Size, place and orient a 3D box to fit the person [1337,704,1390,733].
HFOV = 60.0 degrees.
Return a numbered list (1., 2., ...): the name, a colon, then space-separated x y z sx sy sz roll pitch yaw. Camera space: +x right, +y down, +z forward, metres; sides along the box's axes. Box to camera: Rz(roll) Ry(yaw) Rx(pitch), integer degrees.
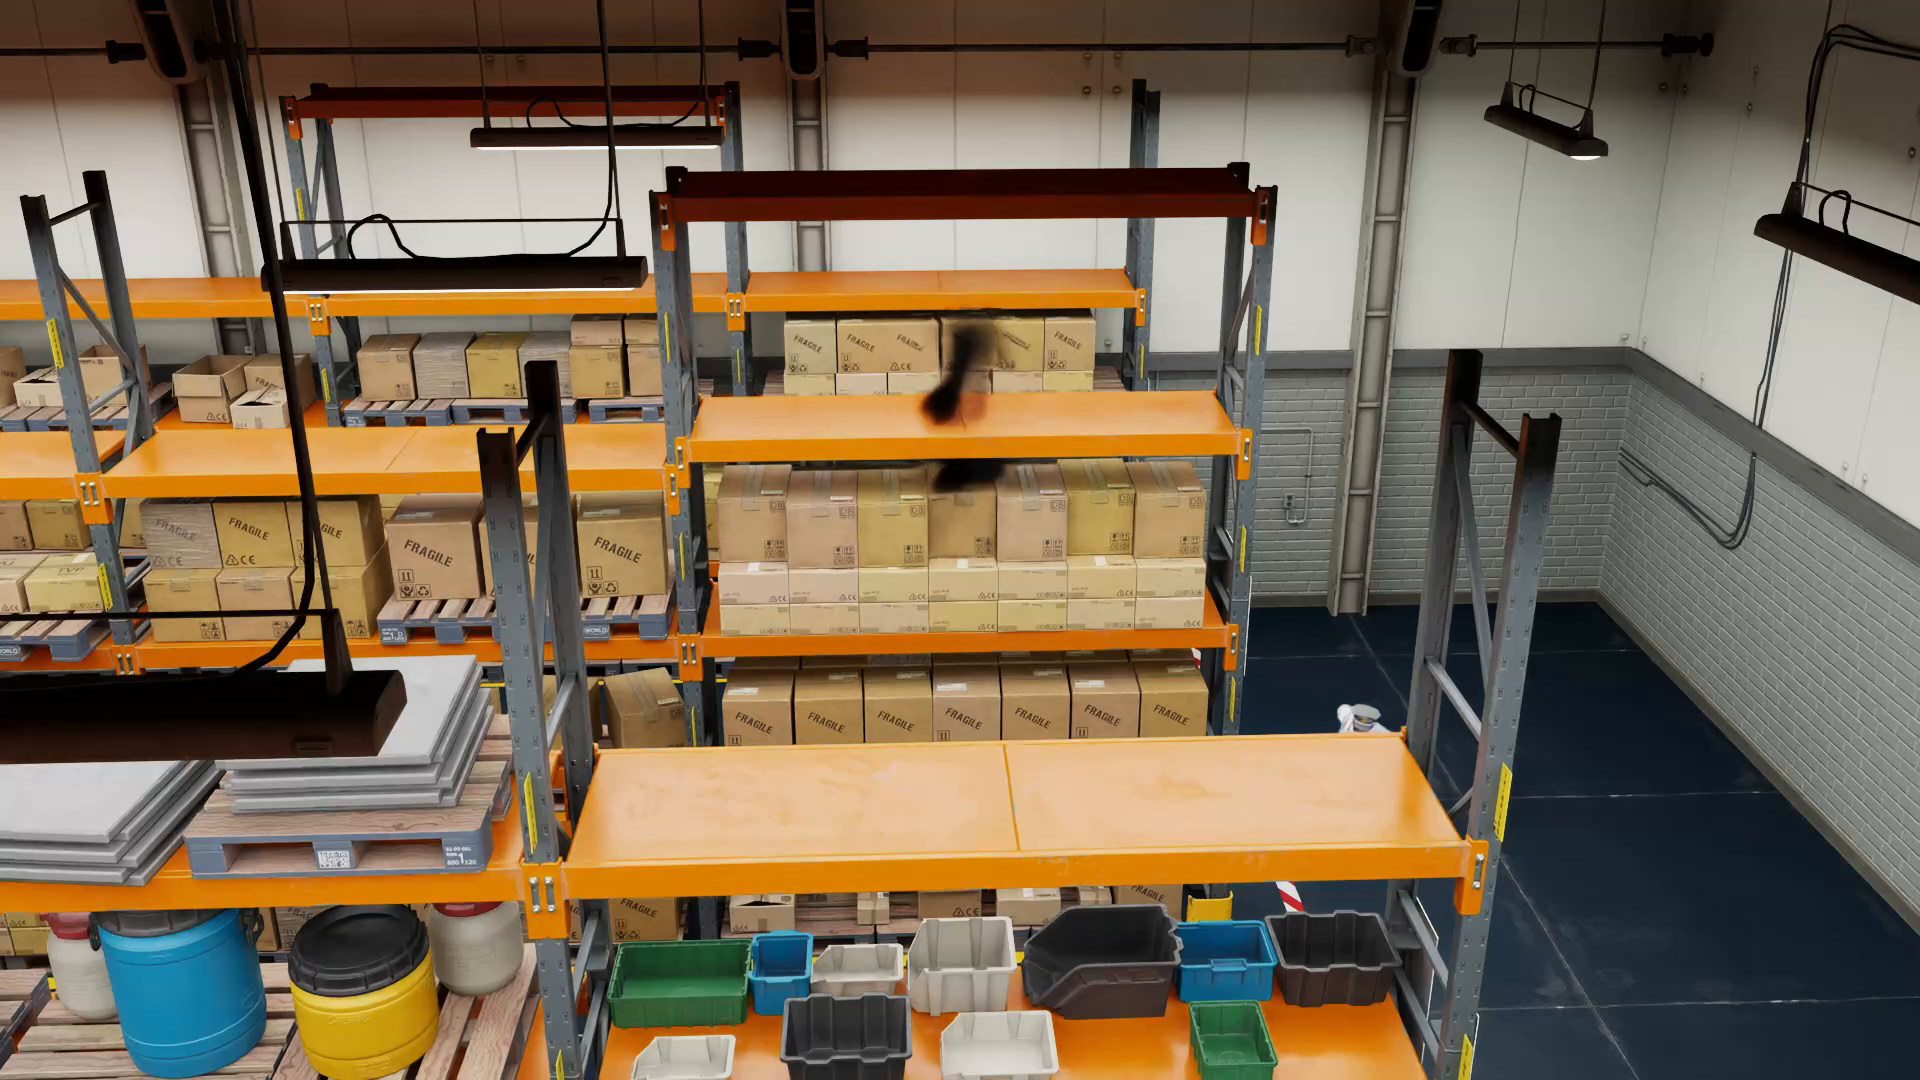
1. person: 3.408 1.986 14.219 0.700 1.514 1.024 14 26 31
